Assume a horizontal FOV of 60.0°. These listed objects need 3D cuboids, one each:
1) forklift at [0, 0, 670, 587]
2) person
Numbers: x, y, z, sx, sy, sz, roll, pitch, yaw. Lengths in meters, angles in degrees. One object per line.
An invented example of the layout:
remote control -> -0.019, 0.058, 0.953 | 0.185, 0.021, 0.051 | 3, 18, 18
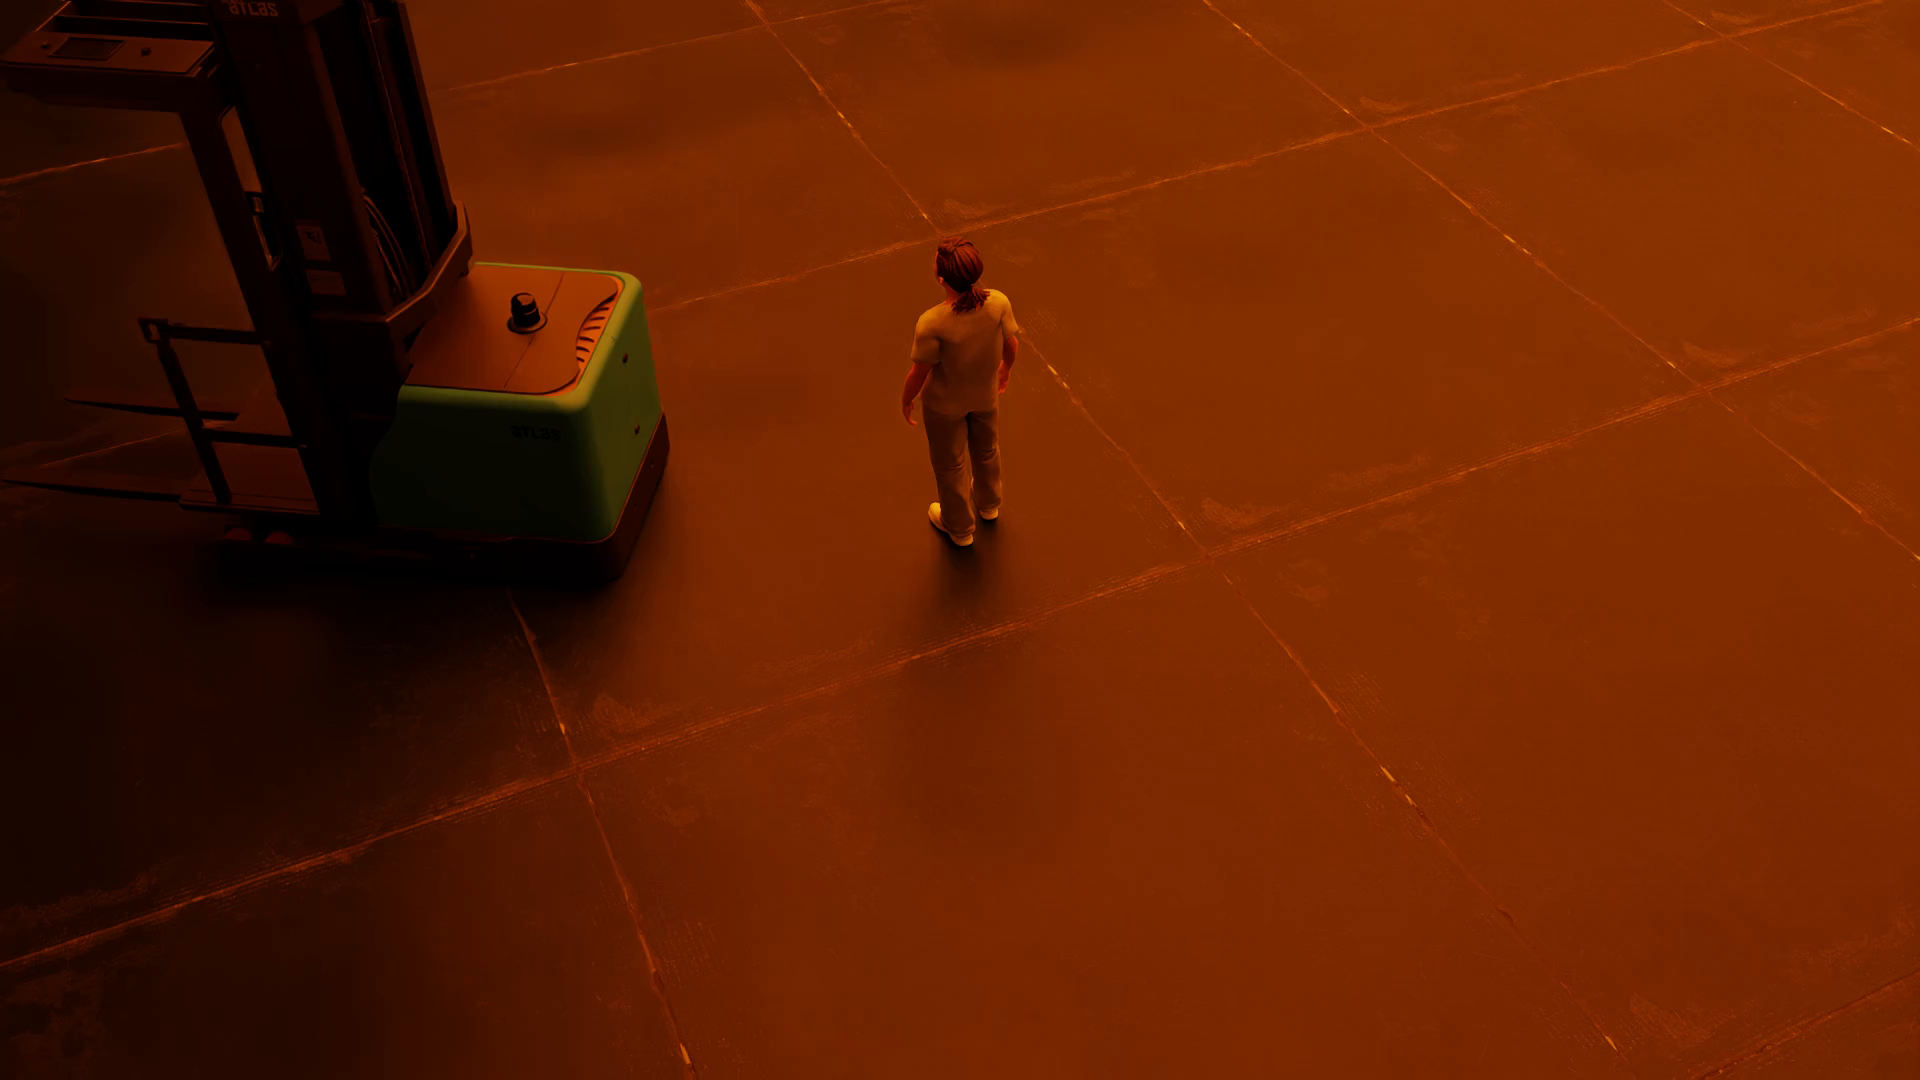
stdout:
forklift -> -2.987, -1.302, 7.075 | 3.031, 2.935, 1.130 | 5, 43, 5
person -> -0.018, -0.667, 7.305 | 0.549, 1.673, 0.548 | -18, 46, -18
